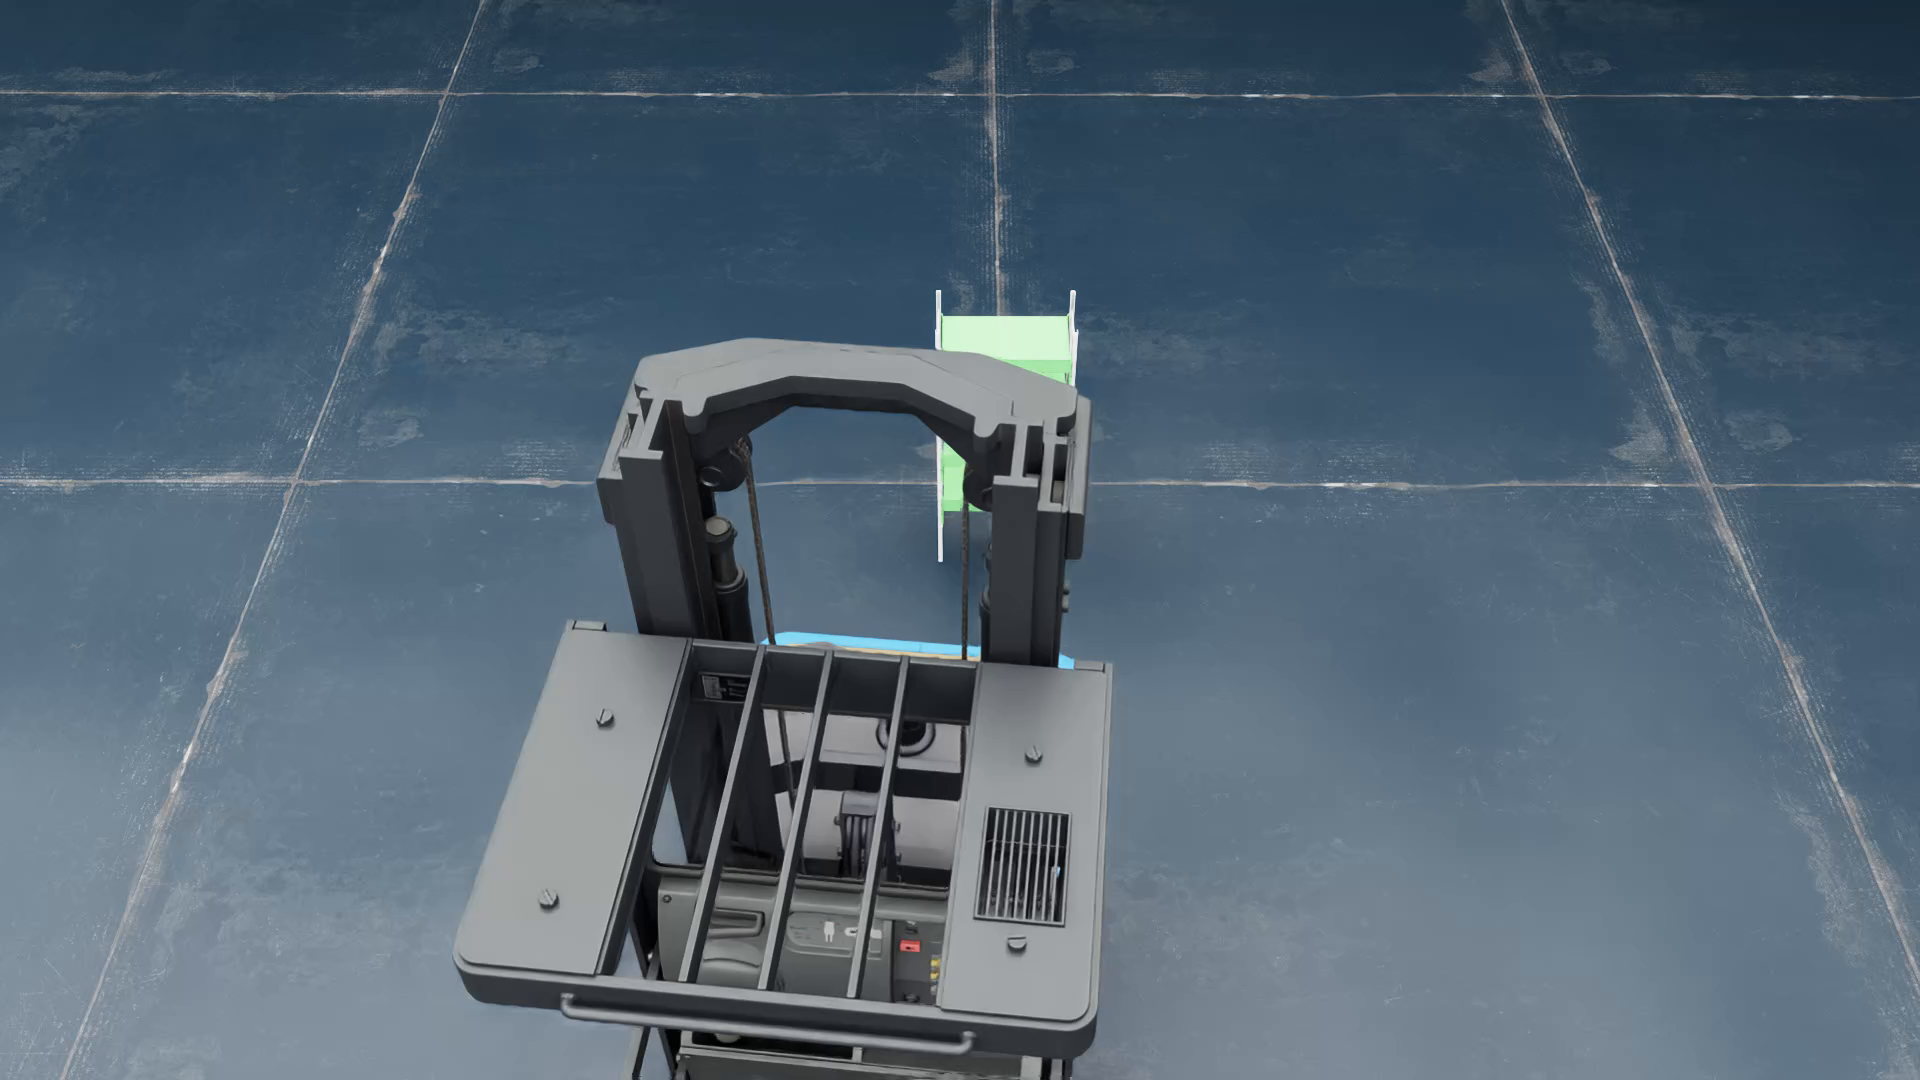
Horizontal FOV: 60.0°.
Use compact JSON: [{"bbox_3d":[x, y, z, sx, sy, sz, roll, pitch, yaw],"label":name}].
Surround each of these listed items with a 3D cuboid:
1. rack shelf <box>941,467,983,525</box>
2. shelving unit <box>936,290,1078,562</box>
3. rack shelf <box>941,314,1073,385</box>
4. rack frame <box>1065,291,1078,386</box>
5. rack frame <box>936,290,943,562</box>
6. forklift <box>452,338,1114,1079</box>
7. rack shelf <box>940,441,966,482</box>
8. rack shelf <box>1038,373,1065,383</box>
[{"bbox_3d":[0.166,-0.201,6.614,0.480,0.148,0.258,0,47,0],"label":"rack shelf"},{"bbox_3d":[0.166,-0.408,6.391,0.503,1.200,0.258,0,47,0],"label":"shelving unit"},{"bbox_3d":[0.166,-0.692,6.087,0.480,0.148,0.258,0,47,0],"label":"rack shelf"},{"bbox_3d":[0.410,-0.408,6.391,0.015,1.200,0.240,0,47,0],"label":"rack frame"},{"bbox_3d":[-0.078,-0.409,6.392,0.015,1.200,0.240,0,47,0],"label":"rack frame"},{"bbox_3d":[-0.271,1.119,3.787,1.130,2.935,3.031,4,47,4],"label":"forklift"},{"bbox_3d":[0.166,-0.365,6.438,0.480,0.148,0.258,0,47,0],"label":"rack shelf"},{"bbox_3d":[0.166,-0.528,6.262,0.480,0.148,0.258,0,47,0],"label":"rack shelf"}]
